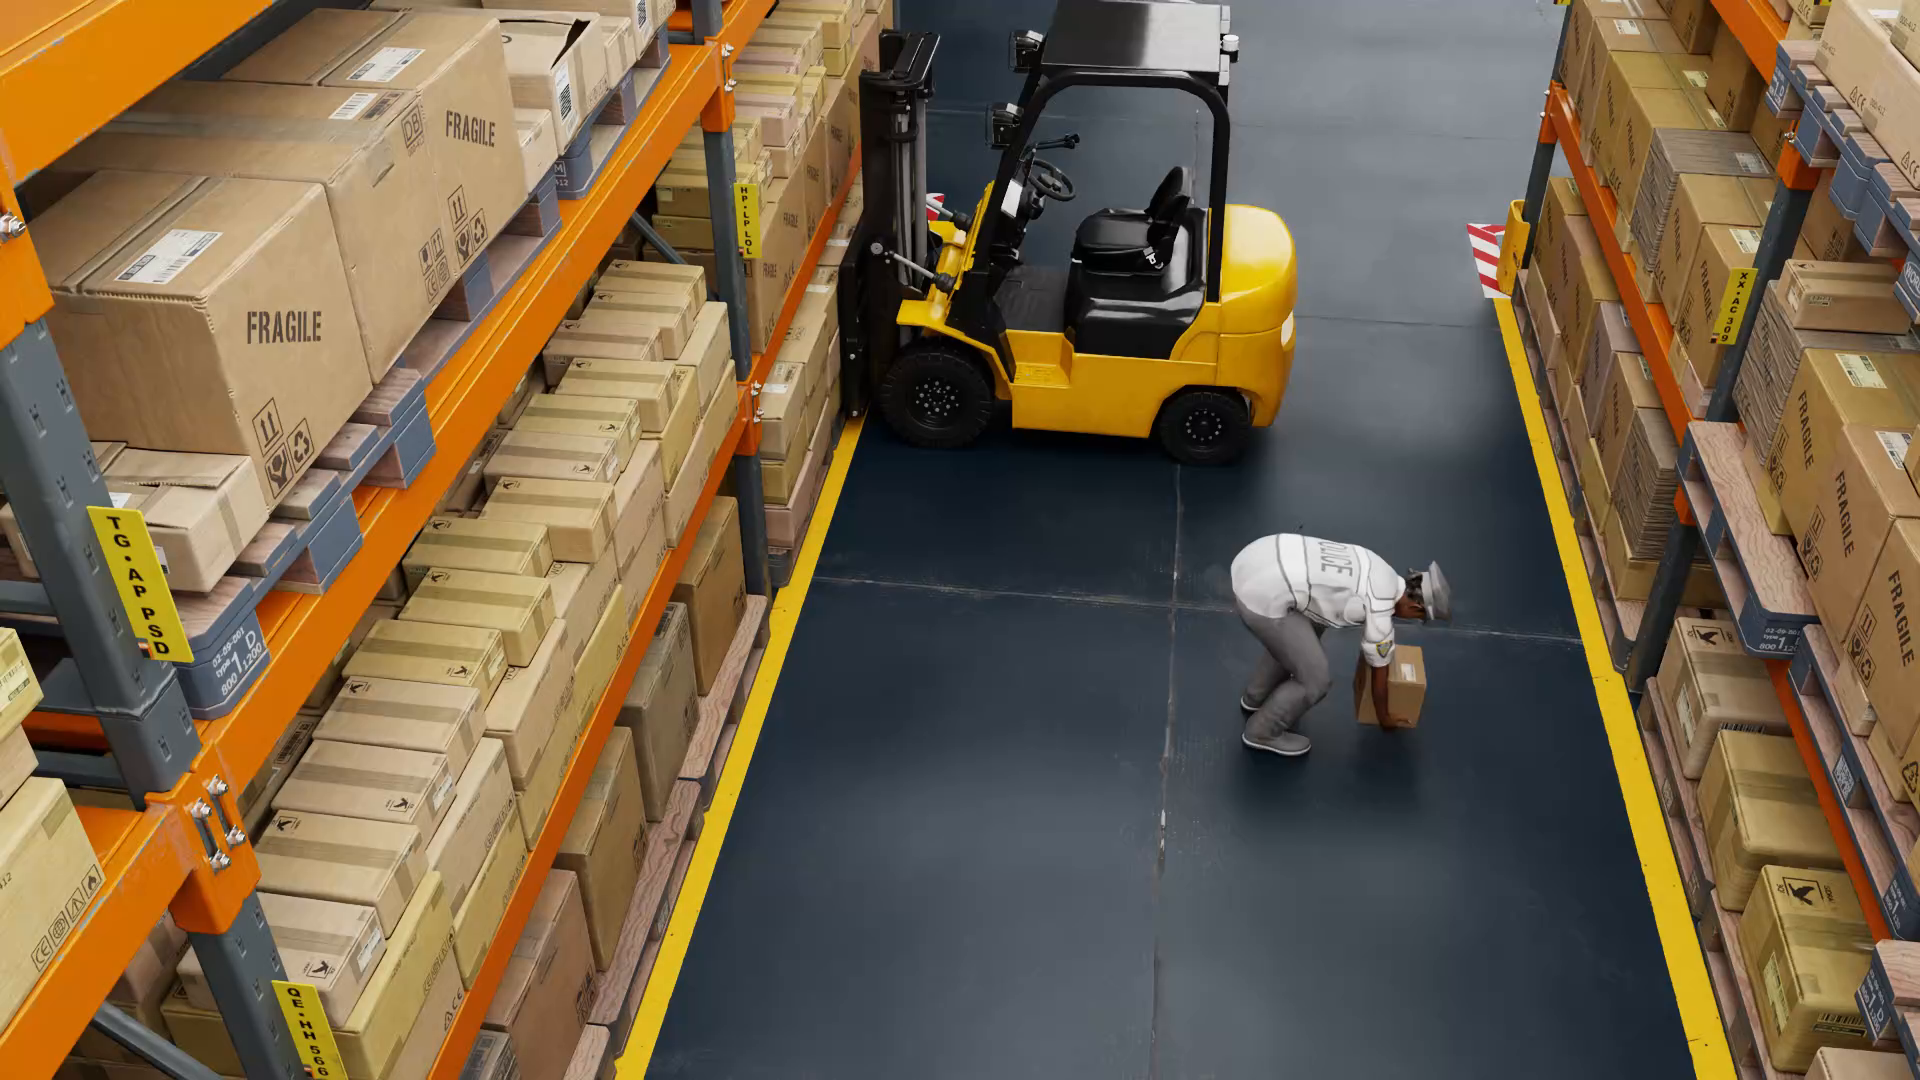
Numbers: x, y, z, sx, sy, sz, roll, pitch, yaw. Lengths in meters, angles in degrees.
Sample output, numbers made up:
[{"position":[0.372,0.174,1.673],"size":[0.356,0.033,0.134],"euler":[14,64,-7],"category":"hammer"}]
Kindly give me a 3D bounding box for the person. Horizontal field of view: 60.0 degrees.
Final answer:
[{"position":[1.580,0.438,7.016],"size":[0.927,0.987,0.449],"euler":[3,36,4],"category":"person"}]
